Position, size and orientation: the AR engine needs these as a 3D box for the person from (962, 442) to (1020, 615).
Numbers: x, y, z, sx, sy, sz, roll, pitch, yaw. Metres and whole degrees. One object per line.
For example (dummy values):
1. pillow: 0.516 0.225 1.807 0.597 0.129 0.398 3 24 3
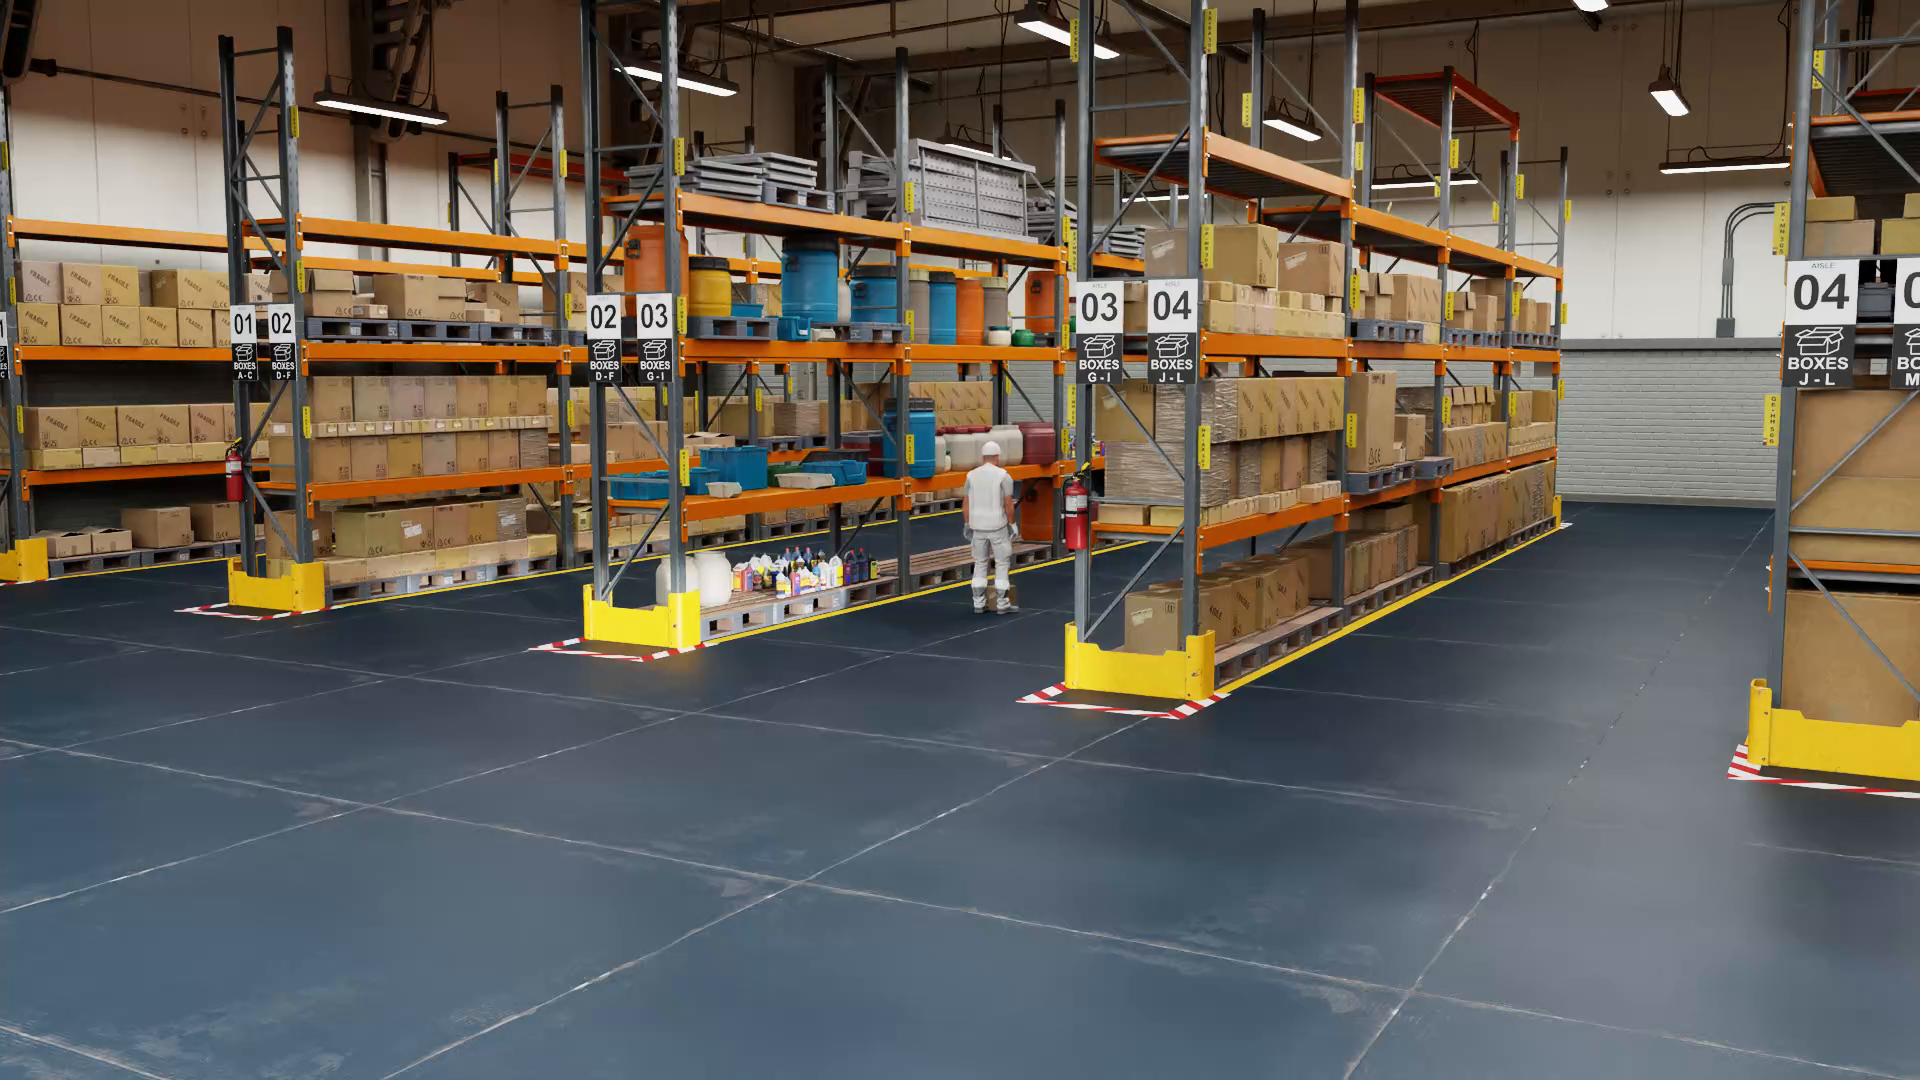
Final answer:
1. person: 0.319 -0.127 17.256 0.608 1.777 0.454 3 7 26
